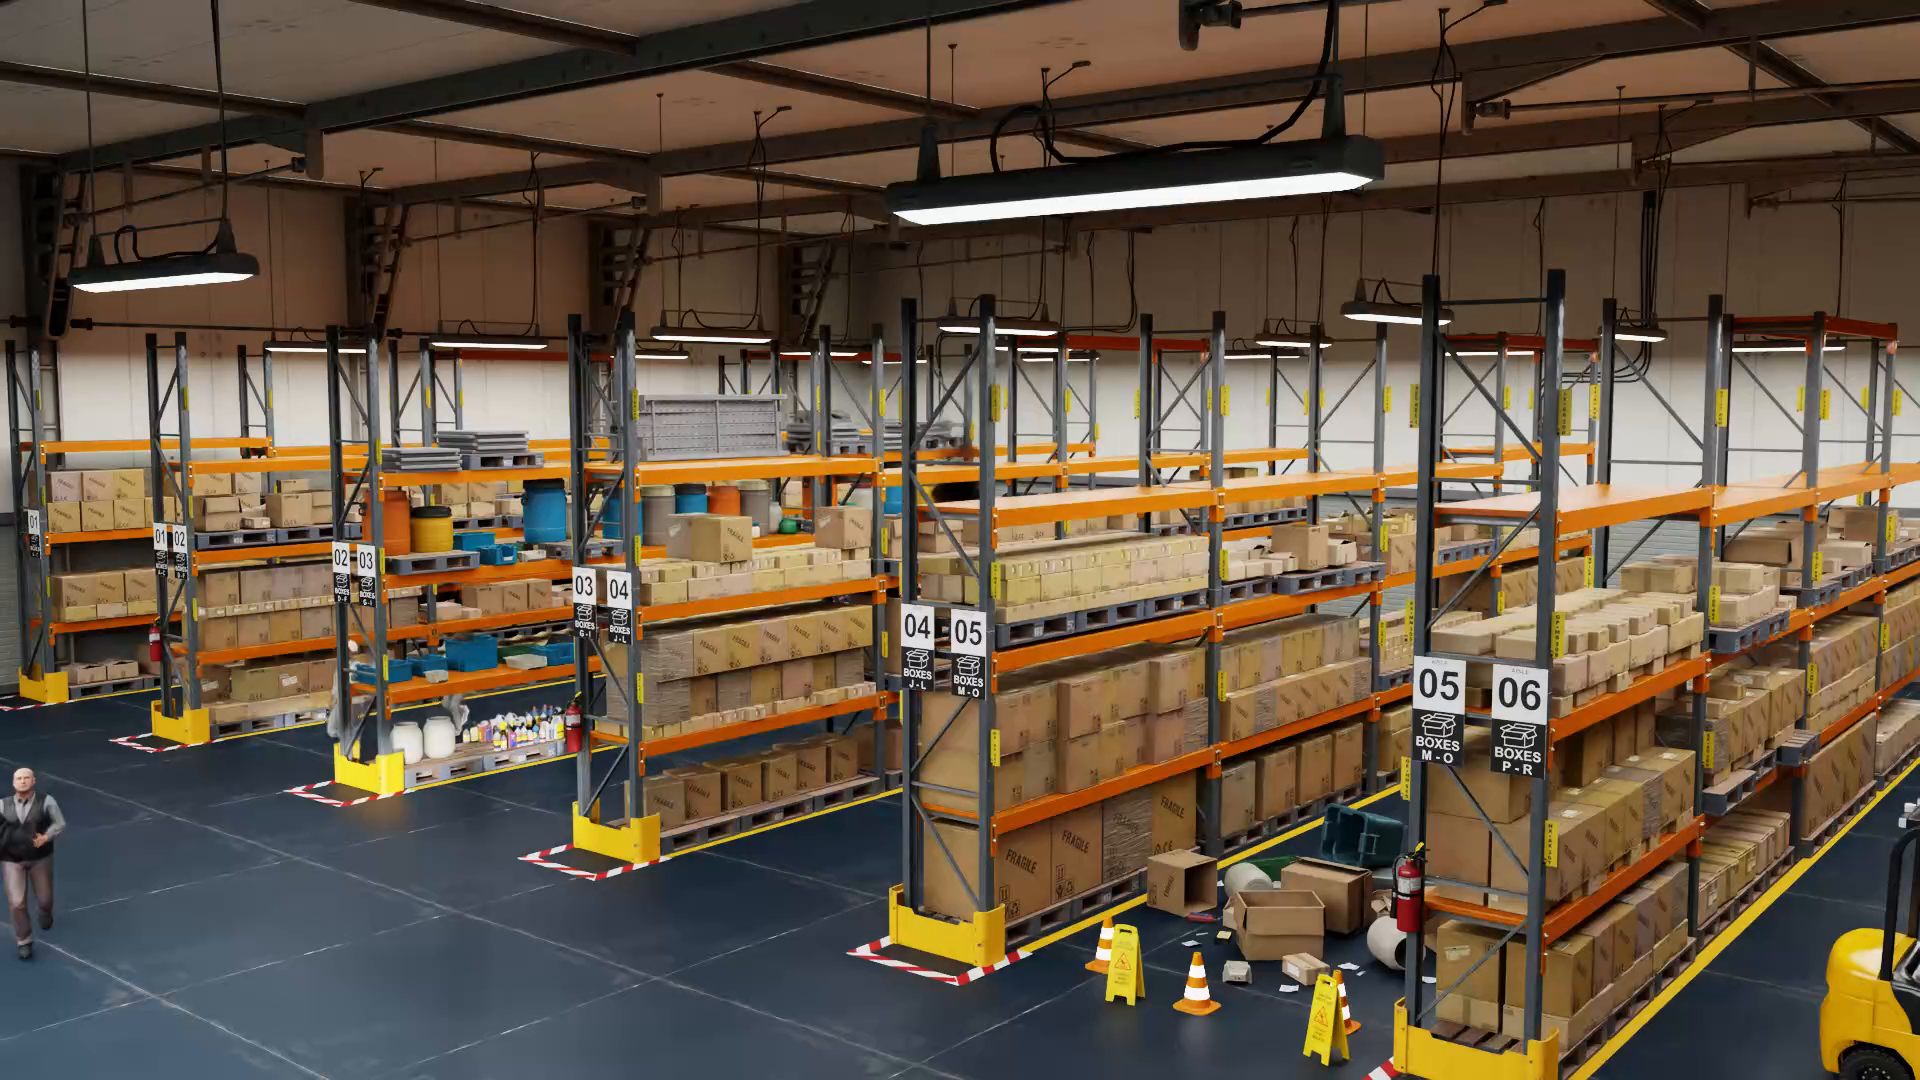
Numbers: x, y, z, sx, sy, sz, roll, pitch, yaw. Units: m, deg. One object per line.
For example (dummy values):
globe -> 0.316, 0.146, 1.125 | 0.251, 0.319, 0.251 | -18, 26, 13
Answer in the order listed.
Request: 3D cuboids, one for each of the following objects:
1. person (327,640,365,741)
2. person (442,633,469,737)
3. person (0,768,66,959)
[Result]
person -> -8.465, 2.243, 22.985 | 0.646, 1.723, 0.572 | 3, 6, 31
person -> -7.504, 2.159, 24.844 | 0.549, 1.552, 0.556 | 2, 6, 24
person -> -8.622, 2.946, 15.359 | 0.668, 1.687, 0.803 | -2, 6, -25
